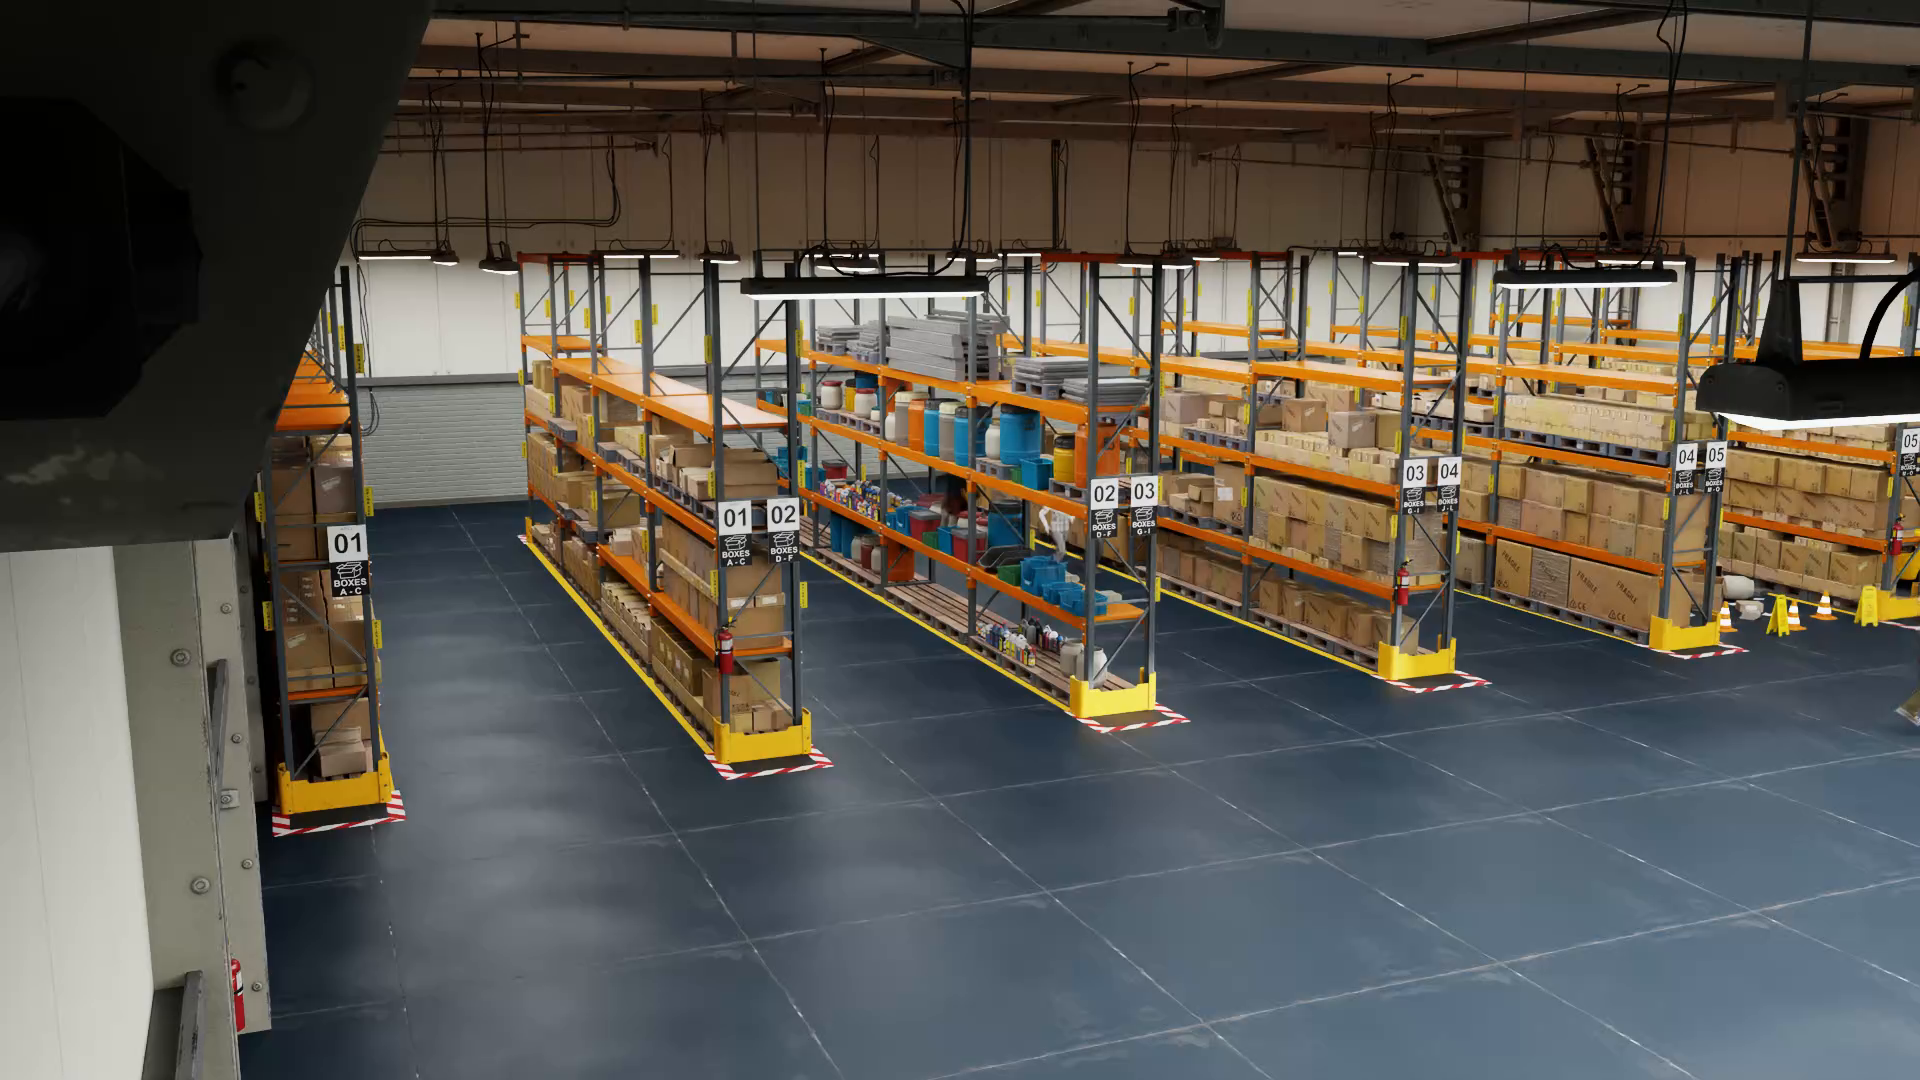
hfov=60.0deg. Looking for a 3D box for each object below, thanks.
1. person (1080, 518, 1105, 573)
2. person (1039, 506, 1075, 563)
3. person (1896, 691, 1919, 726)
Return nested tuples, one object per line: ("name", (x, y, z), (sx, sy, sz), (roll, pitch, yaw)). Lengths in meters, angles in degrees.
("person", (2.445, -0.200, 30.051), (0.572, 1.622, 0.536), (-5, 11, -25))
("person", (1.778, -0.113, 29.430), (0.582, 1.740, 0.656), (-7, 13, -35))
("person", (12.579, 1.593, 21.366), (0.764, 1.804, 0.707), (3, 11, 16))
